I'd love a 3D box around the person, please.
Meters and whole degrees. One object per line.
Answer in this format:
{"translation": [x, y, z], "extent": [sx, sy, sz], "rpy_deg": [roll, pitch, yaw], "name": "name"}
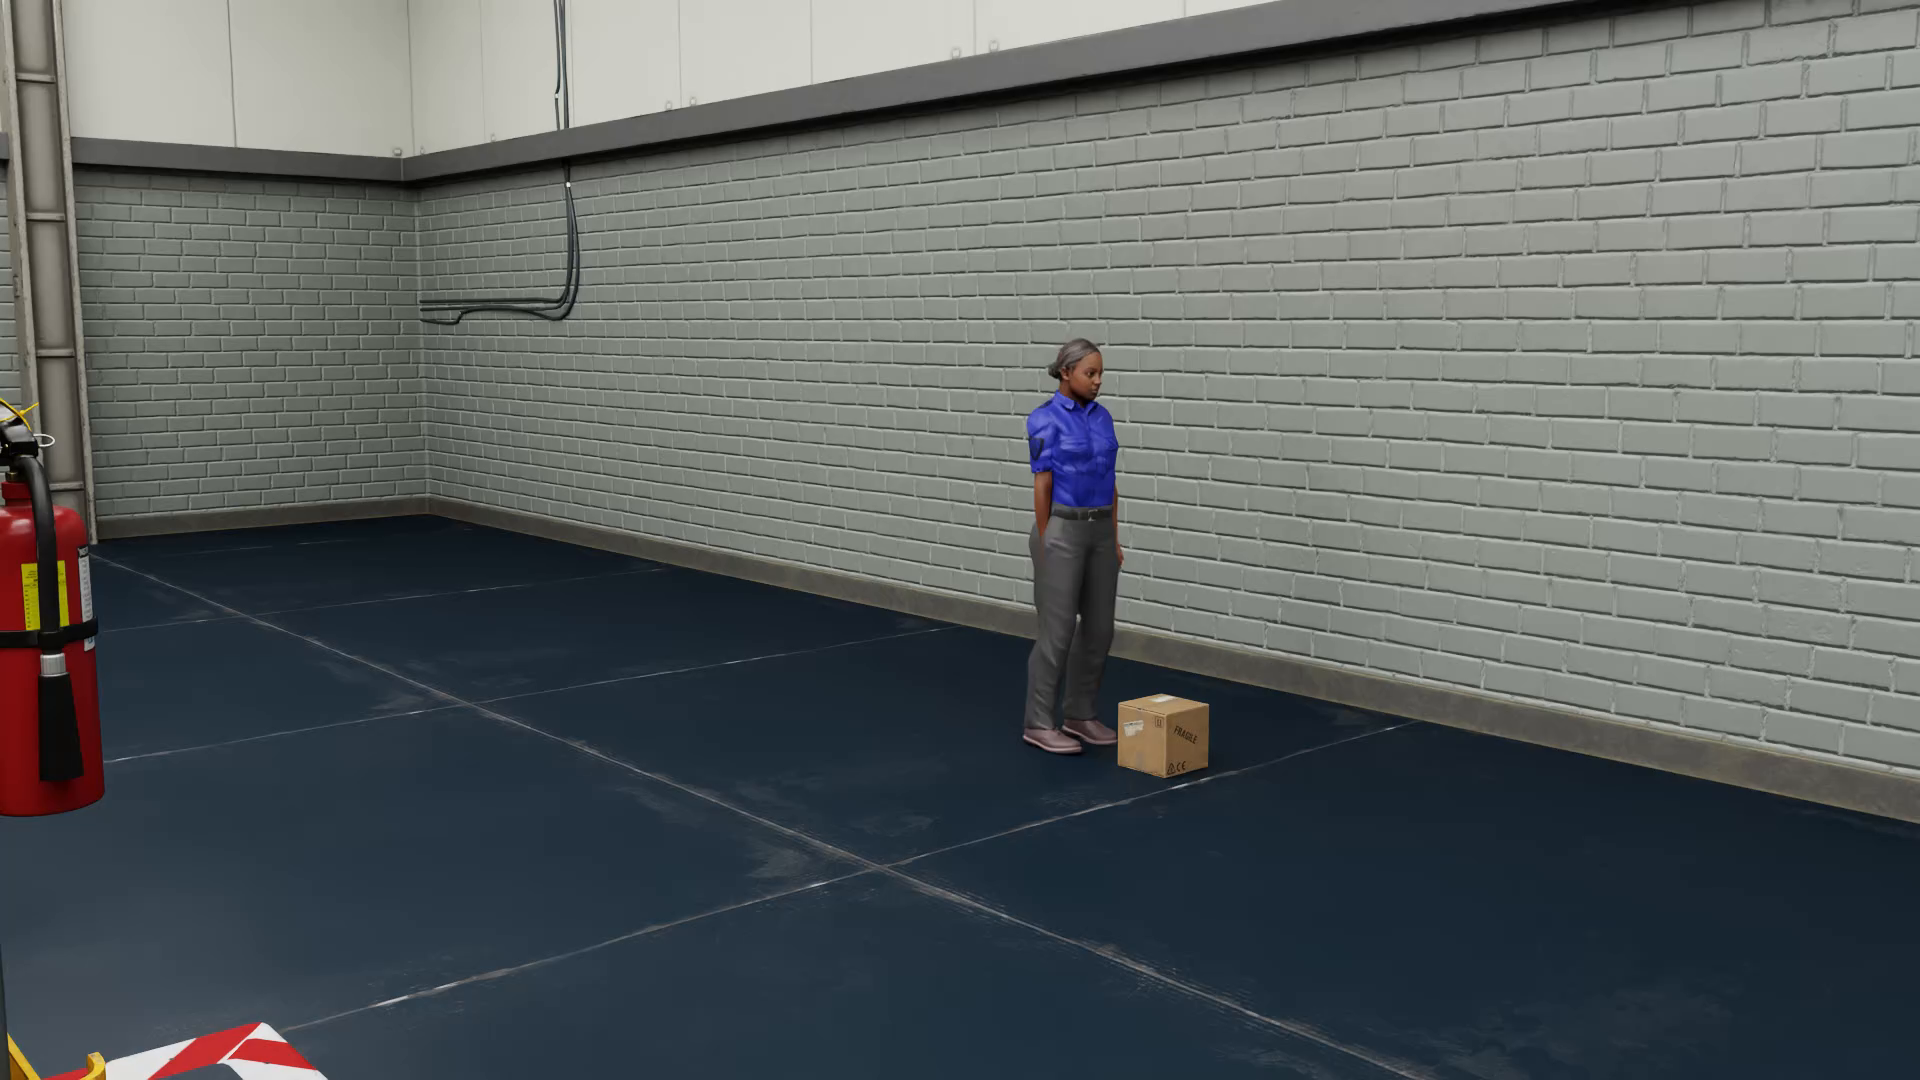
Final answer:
{"translation": [0.477, 0.023, 6.721], "extent": [0.438, 1.643, 0.305], "rpy_deg": [-6, 10, -40], "name": "person"}
